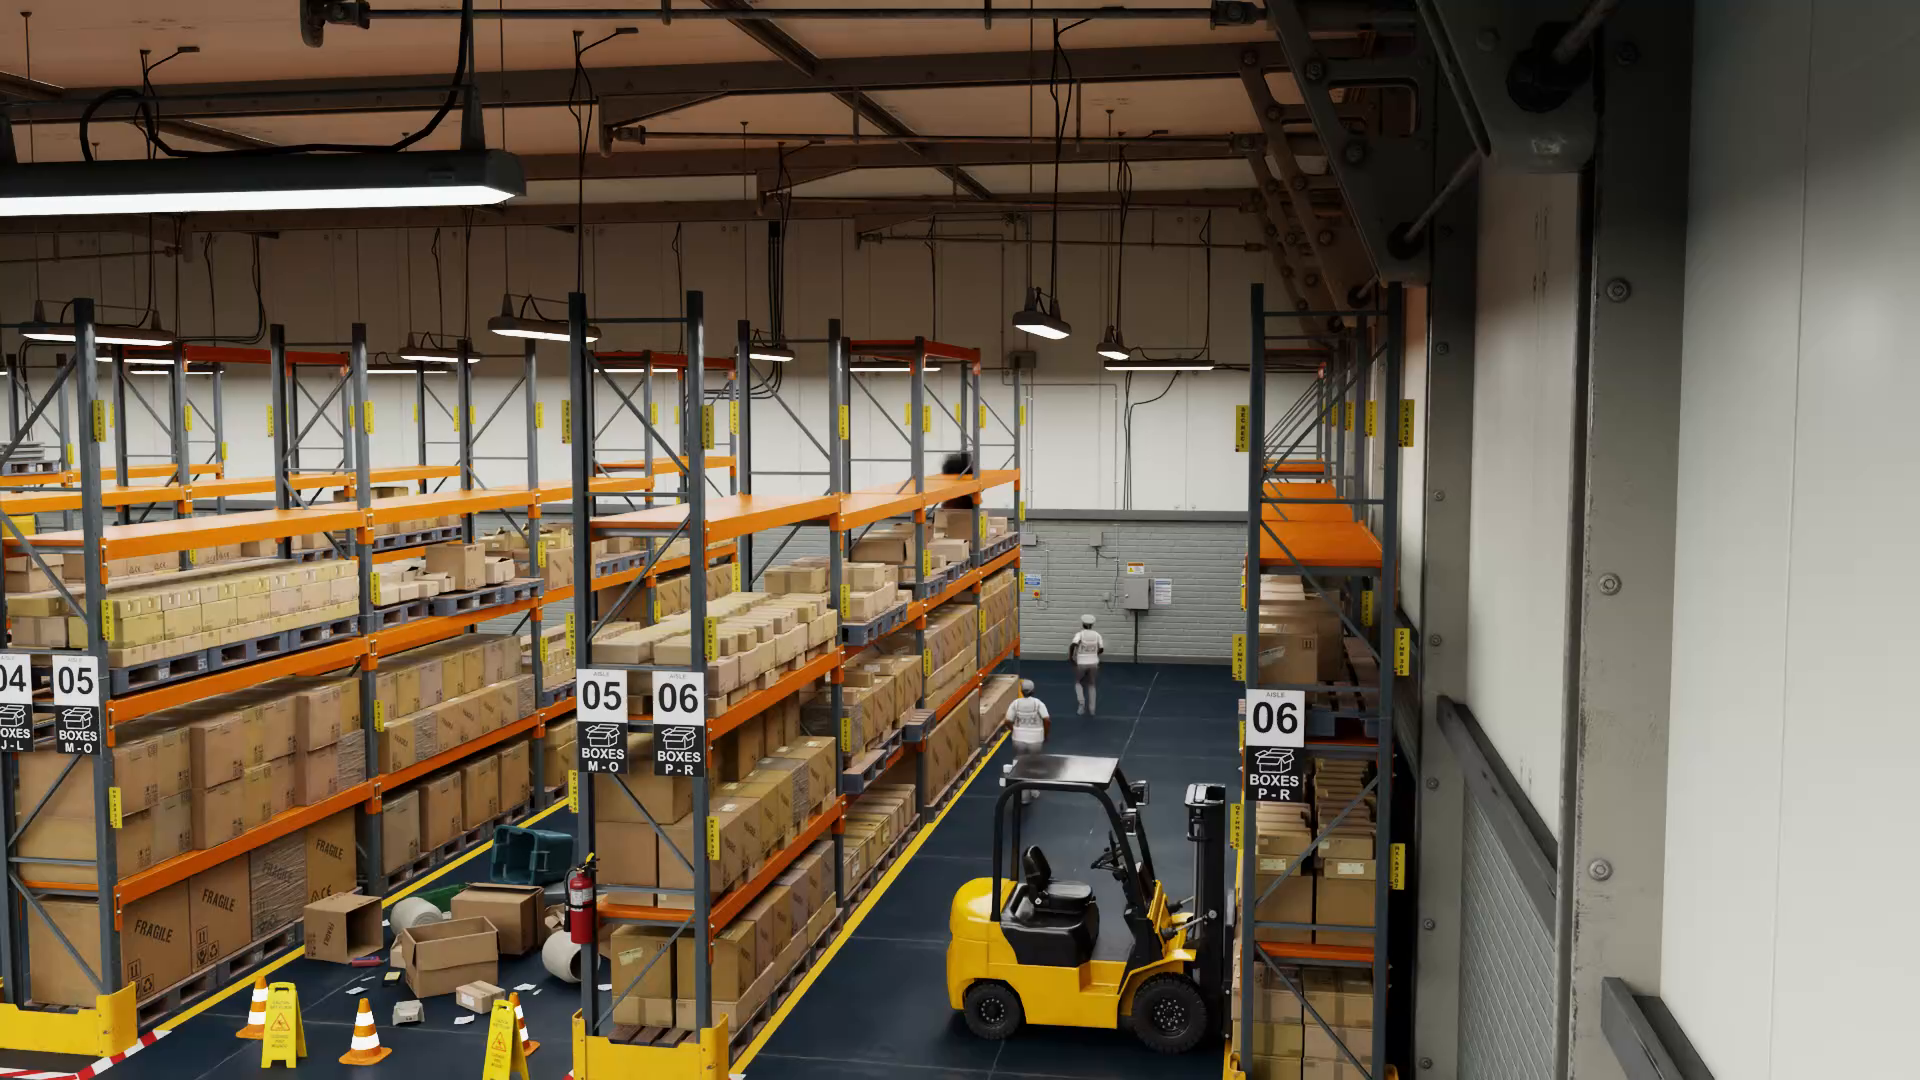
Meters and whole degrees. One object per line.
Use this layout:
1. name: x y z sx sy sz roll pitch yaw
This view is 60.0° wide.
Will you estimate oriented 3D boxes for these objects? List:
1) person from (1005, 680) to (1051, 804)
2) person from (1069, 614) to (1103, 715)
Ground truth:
1. person: 0.890 2.622 21.655 0.615 1.626 0.552 1 5 6
2. person: 2.076 2.072 27.617 0.603 1.685 0.650 -1 5 -8
